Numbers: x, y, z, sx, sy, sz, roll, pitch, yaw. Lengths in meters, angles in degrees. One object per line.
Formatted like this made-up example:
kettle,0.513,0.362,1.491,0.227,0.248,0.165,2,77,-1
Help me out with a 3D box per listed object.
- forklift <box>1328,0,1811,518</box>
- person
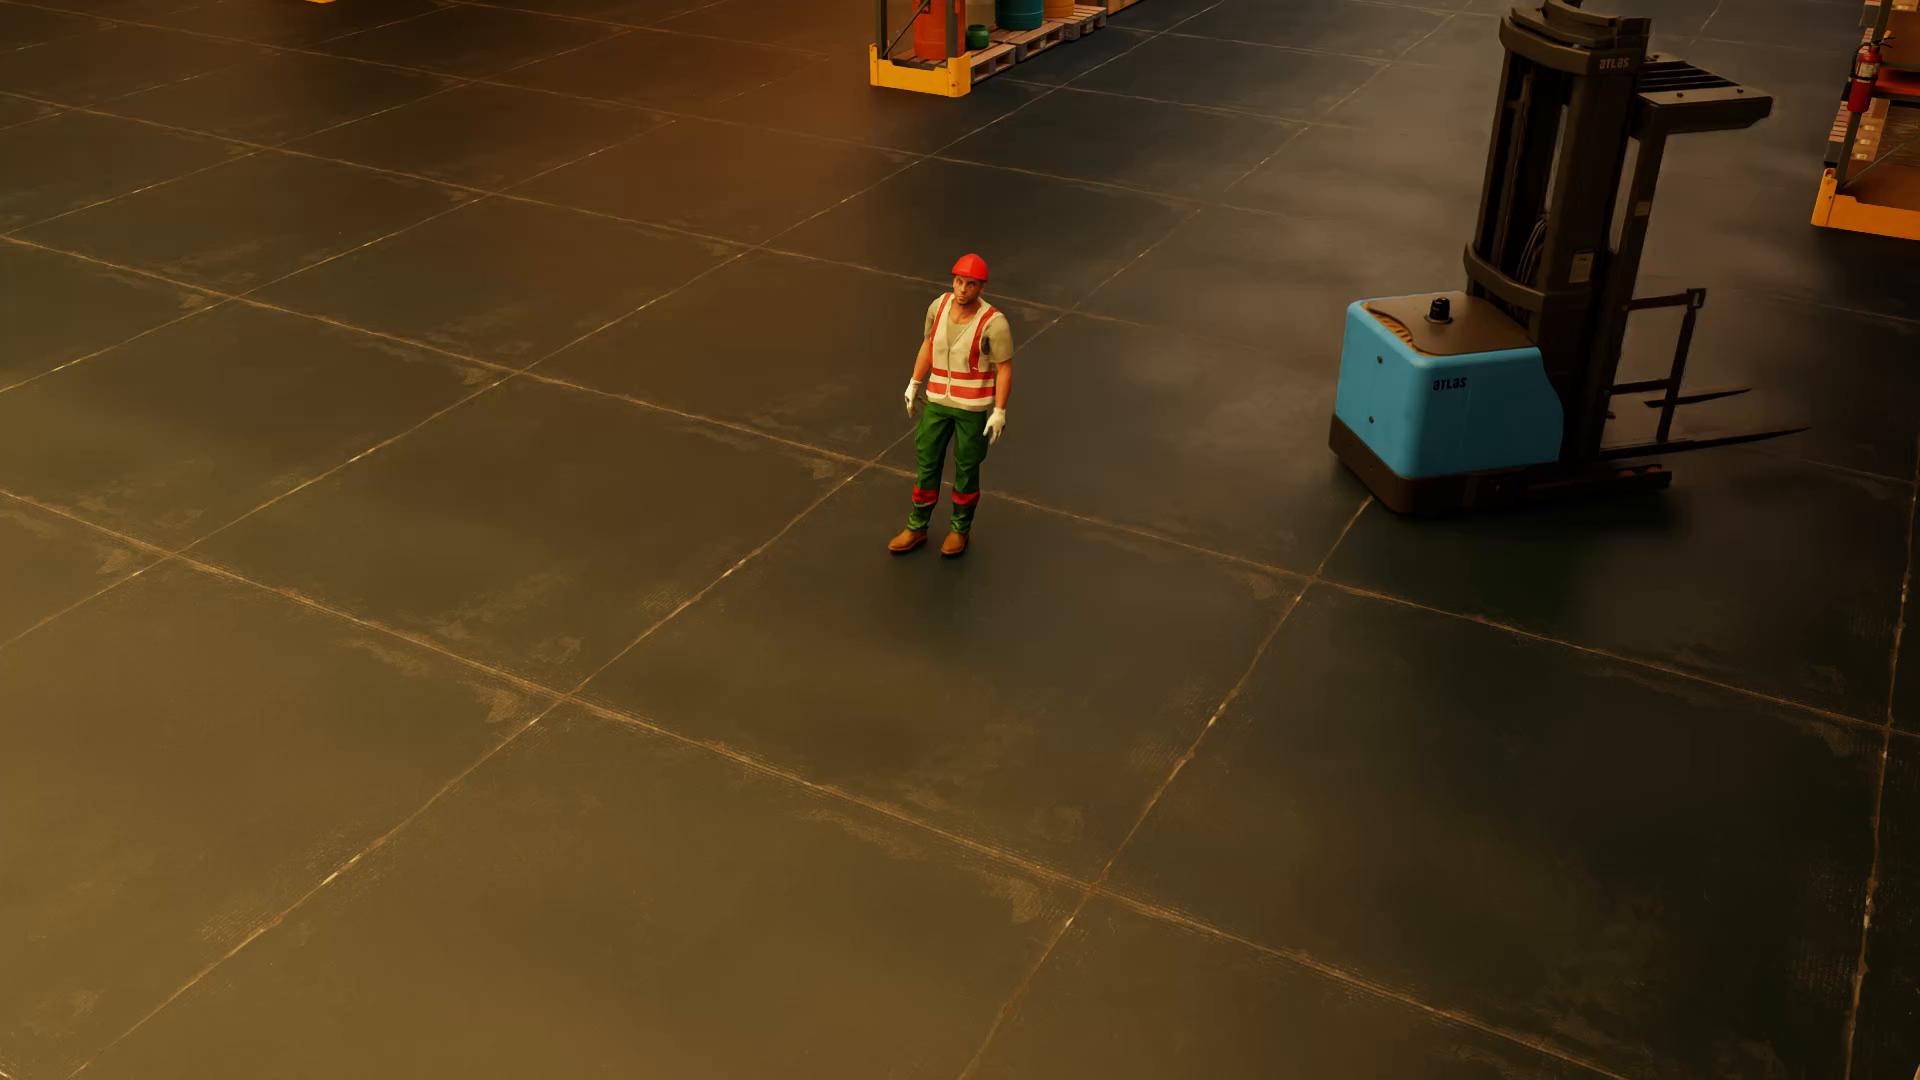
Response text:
forklift,3.996,-1.791,10.174,3.031,2.935,1.130,-7,31,-12
person,-0.049,-0.749,9.497,0.638,1.787,0.564,15,33,25
